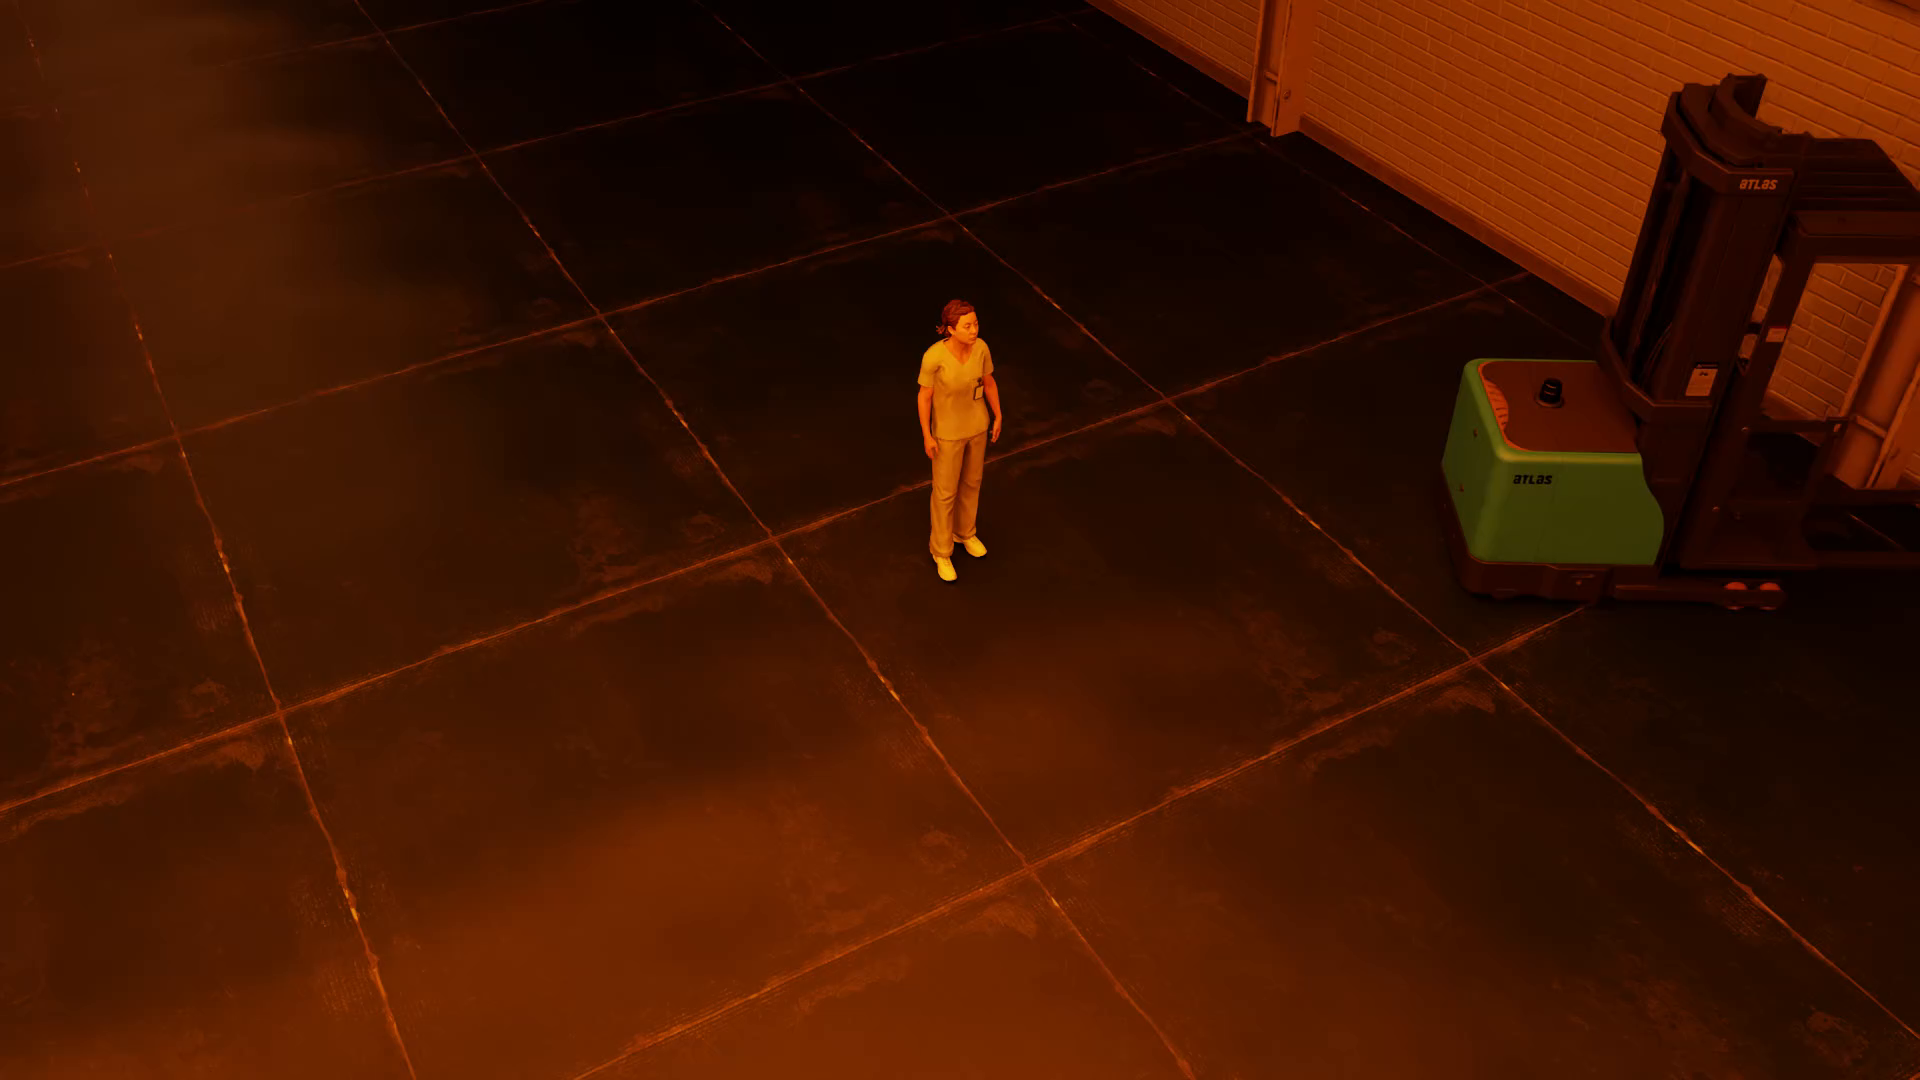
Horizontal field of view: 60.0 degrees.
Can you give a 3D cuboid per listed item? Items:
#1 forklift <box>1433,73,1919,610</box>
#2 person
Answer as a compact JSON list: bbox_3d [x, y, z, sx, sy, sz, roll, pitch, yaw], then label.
[{"bbox_3d":[4.504,-1.060,9.315,3.031,2.935,1.130,1,40,1],"label":"forklift"},{"bbox_3d":[0.026,-0.606,9.739,0.550,1.675,0.549,-20,44,-23],"label":"person"}]
